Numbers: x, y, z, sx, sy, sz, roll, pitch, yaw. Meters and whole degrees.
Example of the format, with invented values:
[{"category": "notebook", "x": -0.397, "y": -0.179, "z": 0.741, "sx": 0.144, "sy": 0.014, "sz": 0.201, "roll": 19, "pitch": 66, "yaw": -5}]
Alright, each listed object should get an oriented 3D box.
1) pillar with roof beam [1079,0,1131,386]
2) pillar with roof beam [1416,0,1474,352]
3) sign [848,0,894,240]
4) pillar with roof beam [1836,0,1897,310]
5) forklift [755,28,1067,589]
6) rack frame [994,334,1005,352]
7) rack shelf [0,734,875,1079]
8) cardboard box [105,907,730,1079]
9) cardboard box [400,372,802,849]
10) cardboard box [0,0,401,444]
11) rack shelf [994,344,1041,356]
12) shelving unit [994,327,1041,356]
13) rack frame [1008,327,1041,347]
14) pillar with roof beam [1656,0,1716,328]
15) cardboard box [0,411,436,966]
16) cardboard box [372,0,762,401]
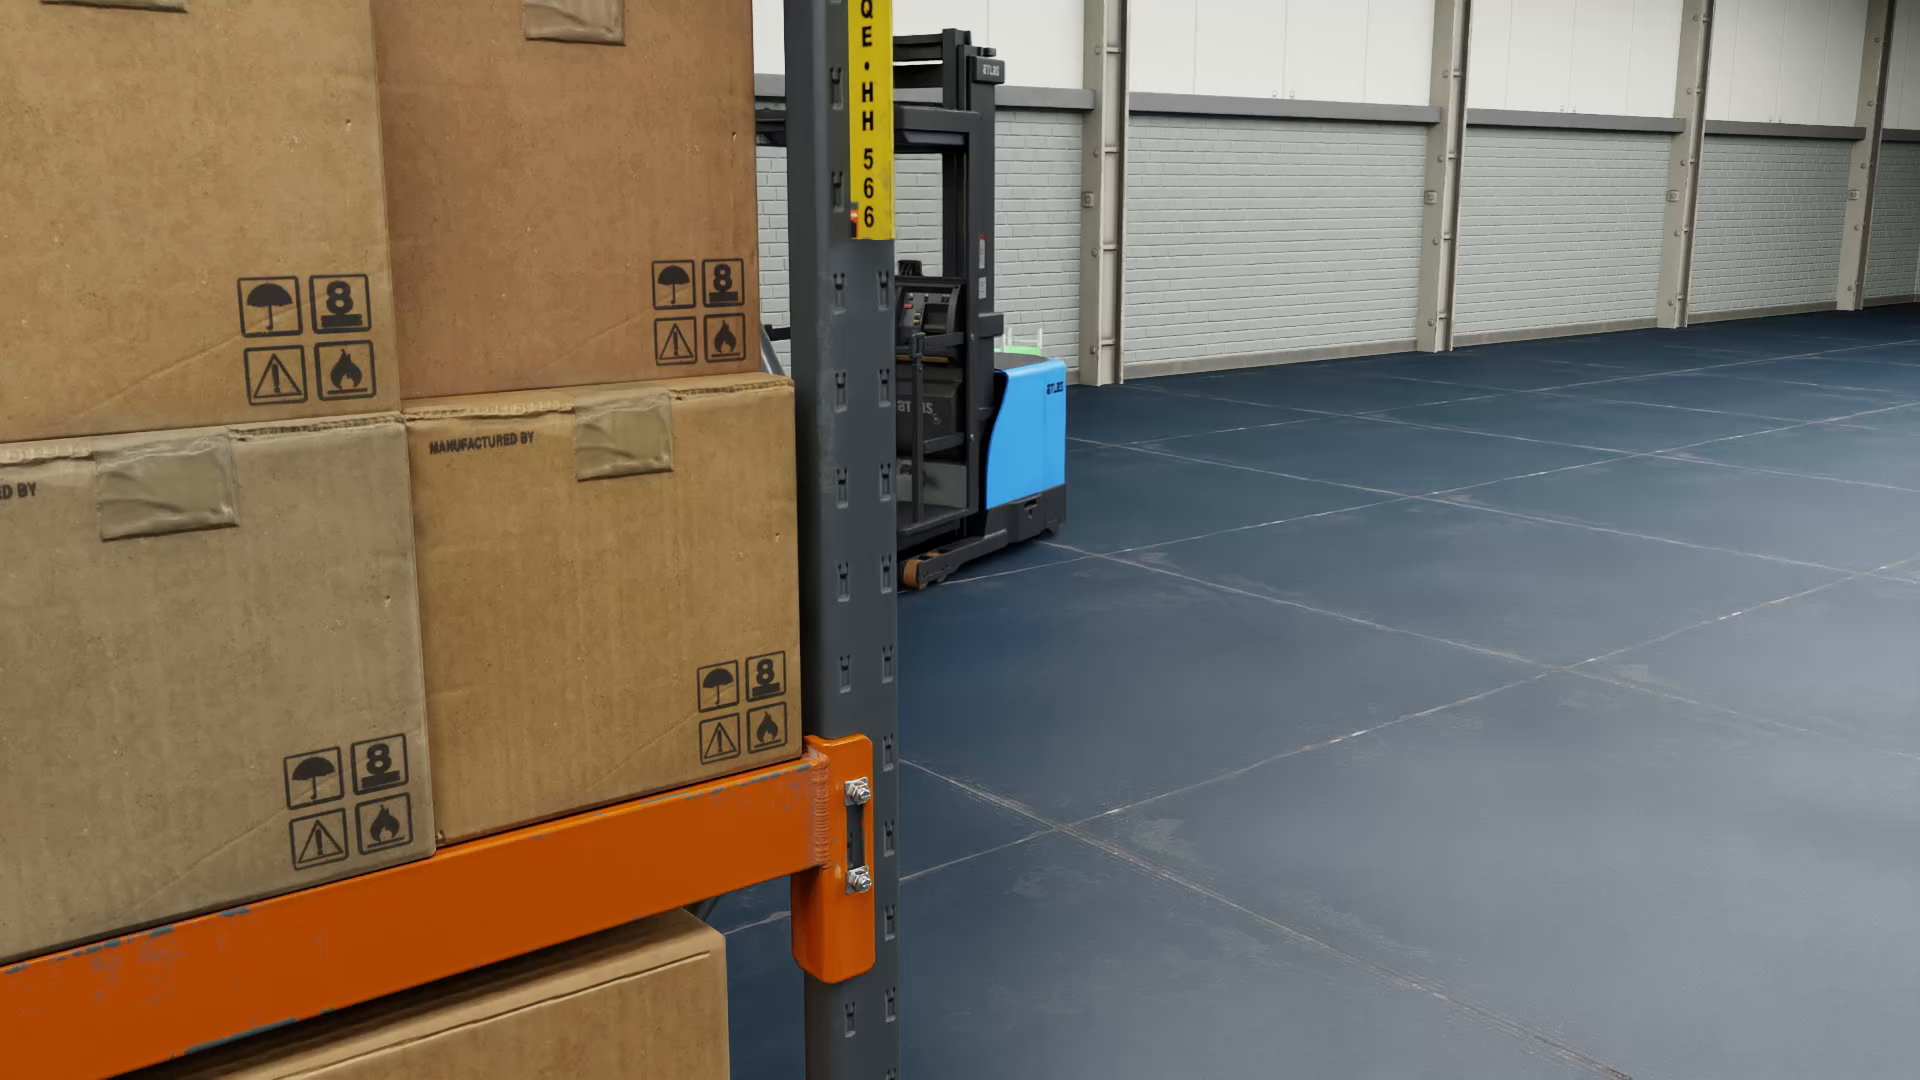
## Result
[{"category": "pillar with roof beam", "x": 4.230, "y": -5.415, "z": 13.966, "sx": 0.400, "sy": 9.000, "sz": 9.100, "roll": -9, "pitch": 15, "yaw": -38}, {"category": "pillar with roof beam", "x": 8.915, "y": -6.194, "z": 17.633, "sx": 0.400, "sy": 9.000, "sz": 9.100, "roll": -9, "pitch": 15, "yaw": -38}, {"category": "sign", "x": -0.120, "y": -0.564, "z": 2.206, "sx": 0.005, "sy": 0.325, "sz": 0.100, "roll": -9, "pitch": 15, "yaw": -38}, {"category": "pillar with roof beam", "x": 18.285, "y": -7.751, "z": 24.966, "sx": 0.400, "sy": 9.000, "sz": 9.100, "roll": -9, "pitch": 15, "yaw": -38}, {"category": "forklift", "x": -0.517, "y": -1.277, "z": 9.085, "sx": 1.130, "sy": 2.935, "sz": 3.031, "roll": 7, "pitch": 14, "yaw": 30}, {"category": "rack frame", "x": 0.176, "y": -0.715, "z": 10.609, "sx": 0.240, "sy": 1.200, "sz": 0.015, "roll": 7, "pitch": 14, "yaw": 30}, {"category": "rack shelf", "x": -2.010, "y": 0.640, "z": 1.626, "sx": 4.000, "sy": 0.370, "sz": 1.077, "roll": -9, "pitch": 15, "yaw": -38}, {"category": "cardboard box", "x": -0.936, "y": 0.961, "z": 2.486, "sx": 0.875, "sy": 0.875, "sz": 0.875, "roll": -9, "pitch": 15, "yaw": -37}, {"category": "cardboard box", "x": -0.710, "y": 0.011, "z": 2.497, "sx": 0.550, "sy": 0.550, "sz": 0.875, "roll": -9, "pitch": 15, "yaw": -38}, {"category": "cardboard box", "x": -1.134, "y": -0.445, "z": 2.042, "sx": 0.550, "sy": 0.550, "sz": 0.875, "roll": -9, "pitch": 15, "yaw": -38}, {"category": "rack shelf", "x": 0.300, "y": -1.166, "z": 10.729, "sx": 0.258, "sy": 0.148, "sz": 0.480, "roll": 7, "pitch": 14, "yaw": 30}, {"category": "shelving unit", "x": 0.300, "y": -0.759, "z": 10.815, "sx": 0.258, "sy": 1.200, "sz": 0.503, "roll": 7, "pitch": 14, "yaw": 30}, {"category": "rack frame", "x": 0.423, "y": -0.803, "z": 11.021, "sx": 0.240, "sy": 1.200, "sz": 0.015, "roll": 7, "pitch": 14, "yaw": 30}, {"category": "pillar with roof beam", "x": 13.600, "y": -6.972, "z": 21.299, "sx": 0.400, "sy": 9.000, "sz": 9.100, "roll": -9, "pitch": 15, "yaw": -38}, {"category": "cardboard box", "x": -1.125, "y": 0.085, "z": 2.144, "sx": 0.550, "sy": 0.550, "sz": 0.875, "roll": -9, "pitch": 15, "yaw": -38}, {"category": "cardboard box", "x": -0.762, "y": -0.531, "z": 2.449, "sx": 0.550, "sy": 0.550, "sz": 0.875, "roll": -9, "pitch": 15, "yaw": -38}]
